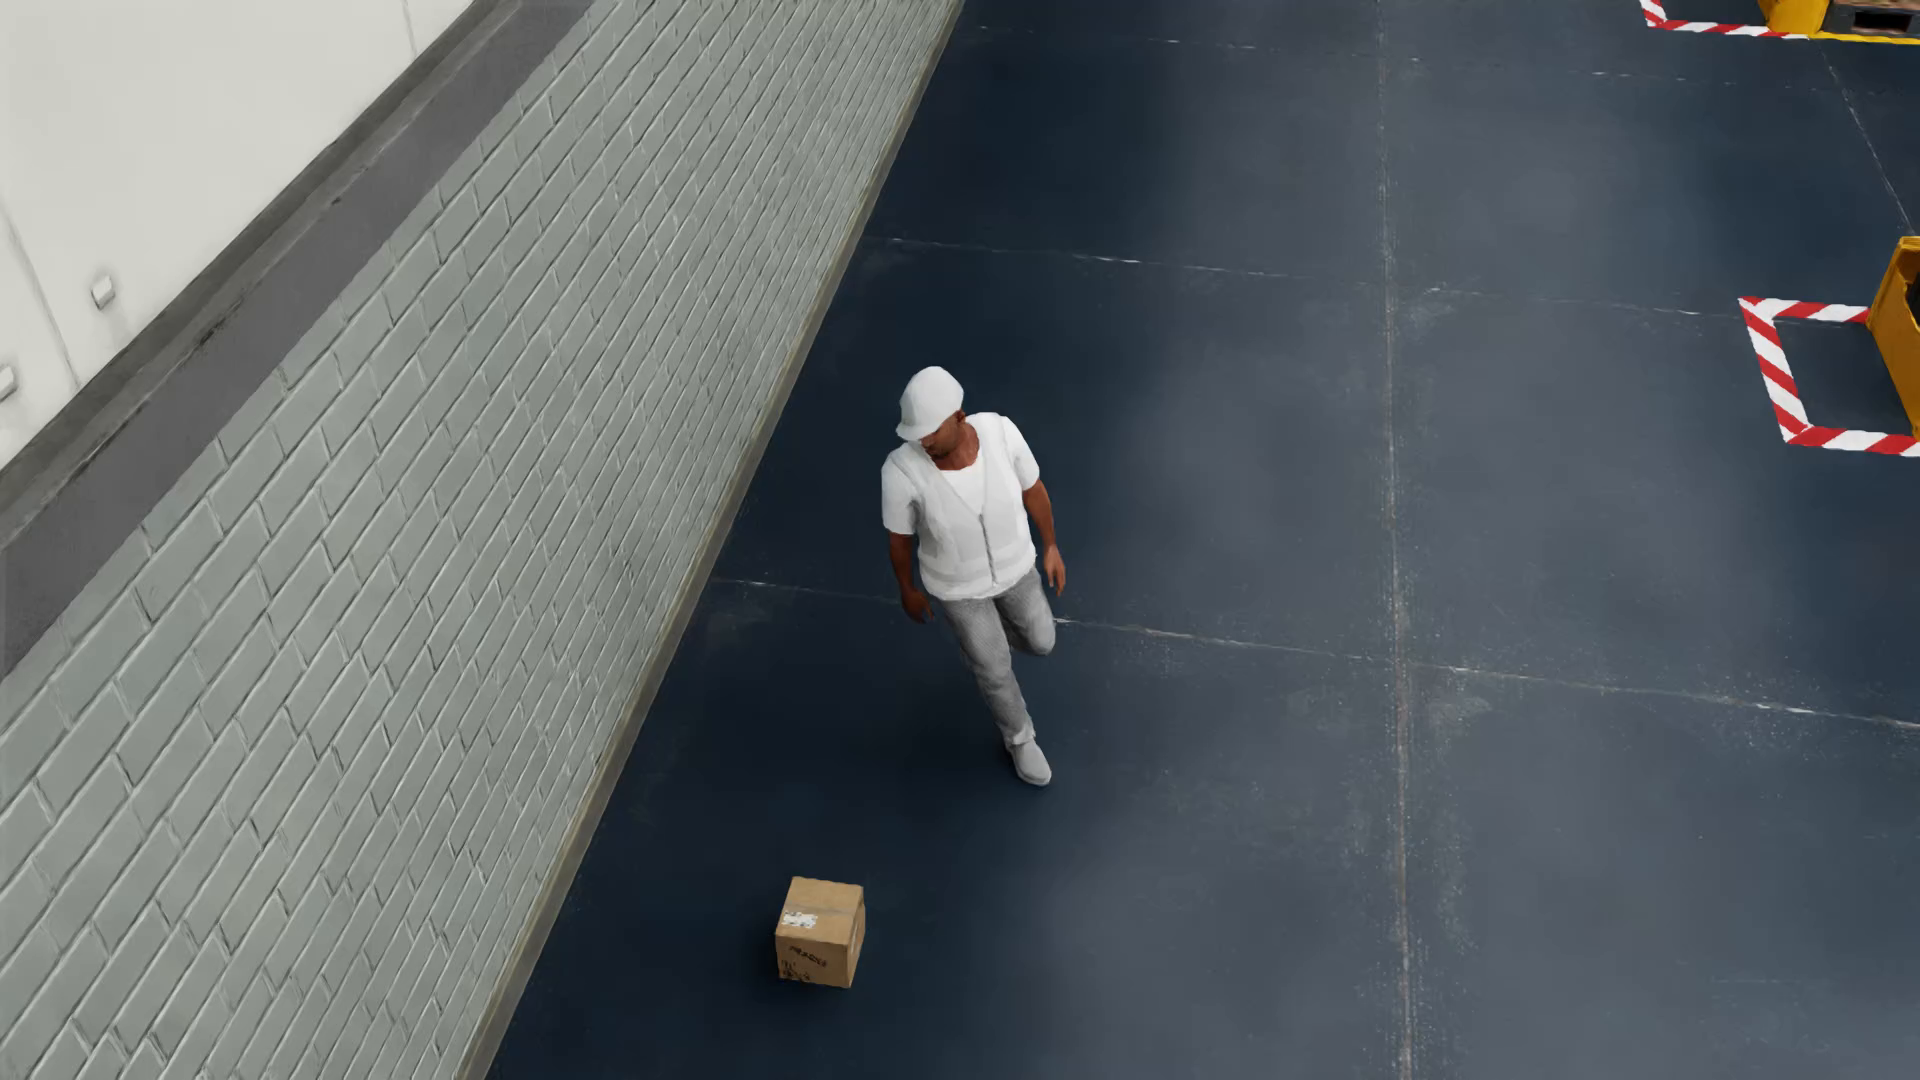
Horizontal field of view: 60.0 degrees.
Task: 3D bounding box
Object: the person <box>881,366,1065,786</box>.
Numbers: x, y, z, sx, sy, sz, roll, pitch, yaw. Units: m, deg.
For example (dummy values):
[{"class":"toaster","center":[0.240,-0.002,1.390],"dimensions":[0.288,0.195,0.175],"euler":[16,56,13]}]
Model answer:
[{"class":"person","center":[0.062,0.112,6.043],"dimensions":[0.631,1.717,0.768],"euler":[-17,43,-19]}]
